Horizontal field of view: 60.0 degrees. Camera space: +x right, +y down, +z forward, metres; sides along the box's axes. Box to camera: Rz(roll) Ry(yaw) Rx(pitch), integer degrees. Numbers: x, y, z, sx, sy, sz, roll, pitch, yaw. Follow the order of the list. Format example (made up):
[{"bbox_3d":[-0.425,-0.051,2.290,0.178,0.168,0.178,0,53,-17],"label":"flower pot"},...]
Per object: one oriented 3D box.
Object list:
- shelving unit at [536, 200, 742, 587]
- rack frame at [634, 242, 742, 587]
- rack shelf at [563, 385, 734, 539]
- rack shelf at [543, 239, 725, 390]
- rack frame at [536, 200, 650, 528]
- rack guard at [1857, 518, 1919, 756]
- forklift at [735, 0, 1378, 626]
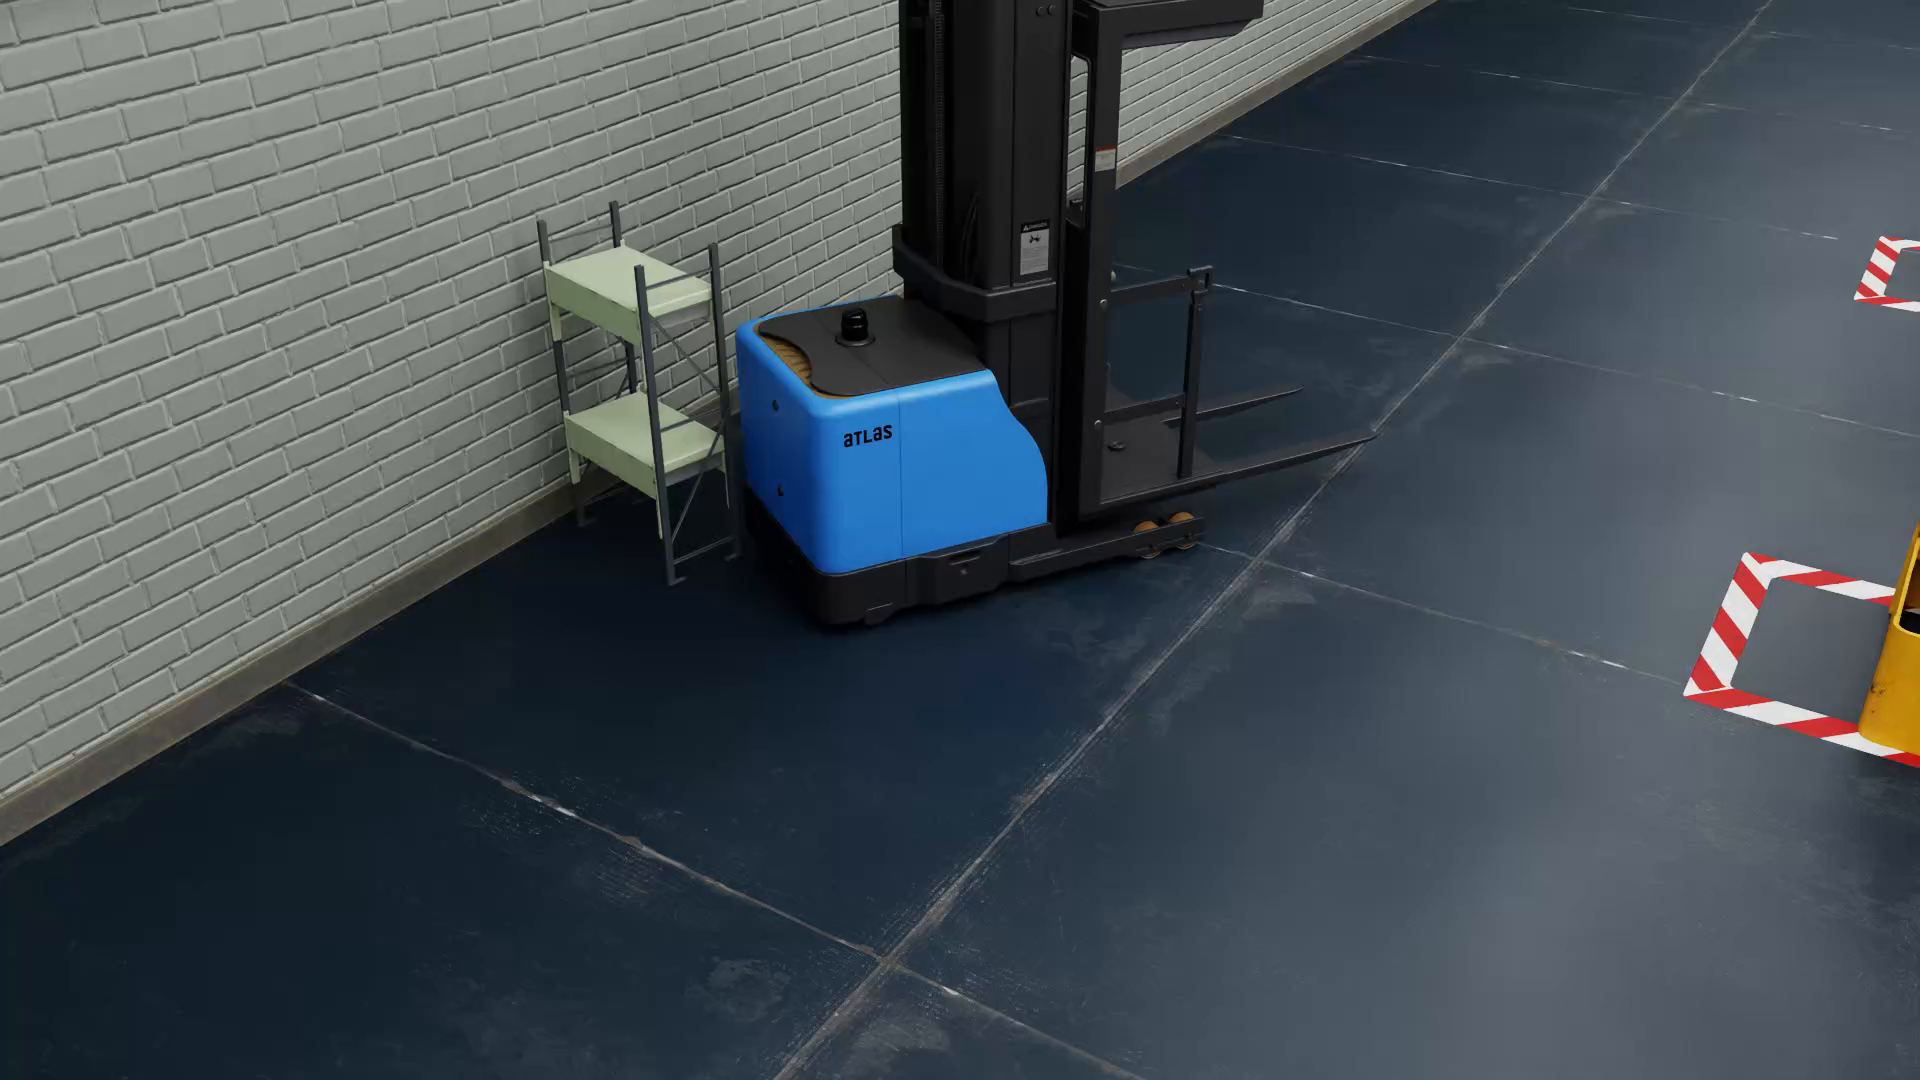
[{"bbox_3d":[-1.407,-0.647,7.370,0.431,1.500,0.755,-26,39,-37],"label":"shelving unit"},{"bbox_3d":[-1.154,-0.513,7.142,0.400,1.500,0.023,-26,39,-37],"label":"rack frame"},{"bbox_3d":[-1.407,-0.365,7.534,0.431,0.370,0.720,-26,39,-37],"label":"rack shelf"},{"bbox_3d":[-1.407,-0.984,7.174,0.431,0.370,0.720,-26,39,-37],"label":"rack shelf"},{"bbox_3d":[-1.660,-0.780,7.599,0.400,1.500,0.023,-26,39,-37],"label":"rack frame"},{"bbox_3d":[3.925,0.344,6.664,0.348,0.500,1.175,18,35,27],"label":"rack guard"},{"bbox_3d":[0.558,-1.405,7.250,3.031,2.935,1.130,-14,33,-23],"label":"forklift"}]
